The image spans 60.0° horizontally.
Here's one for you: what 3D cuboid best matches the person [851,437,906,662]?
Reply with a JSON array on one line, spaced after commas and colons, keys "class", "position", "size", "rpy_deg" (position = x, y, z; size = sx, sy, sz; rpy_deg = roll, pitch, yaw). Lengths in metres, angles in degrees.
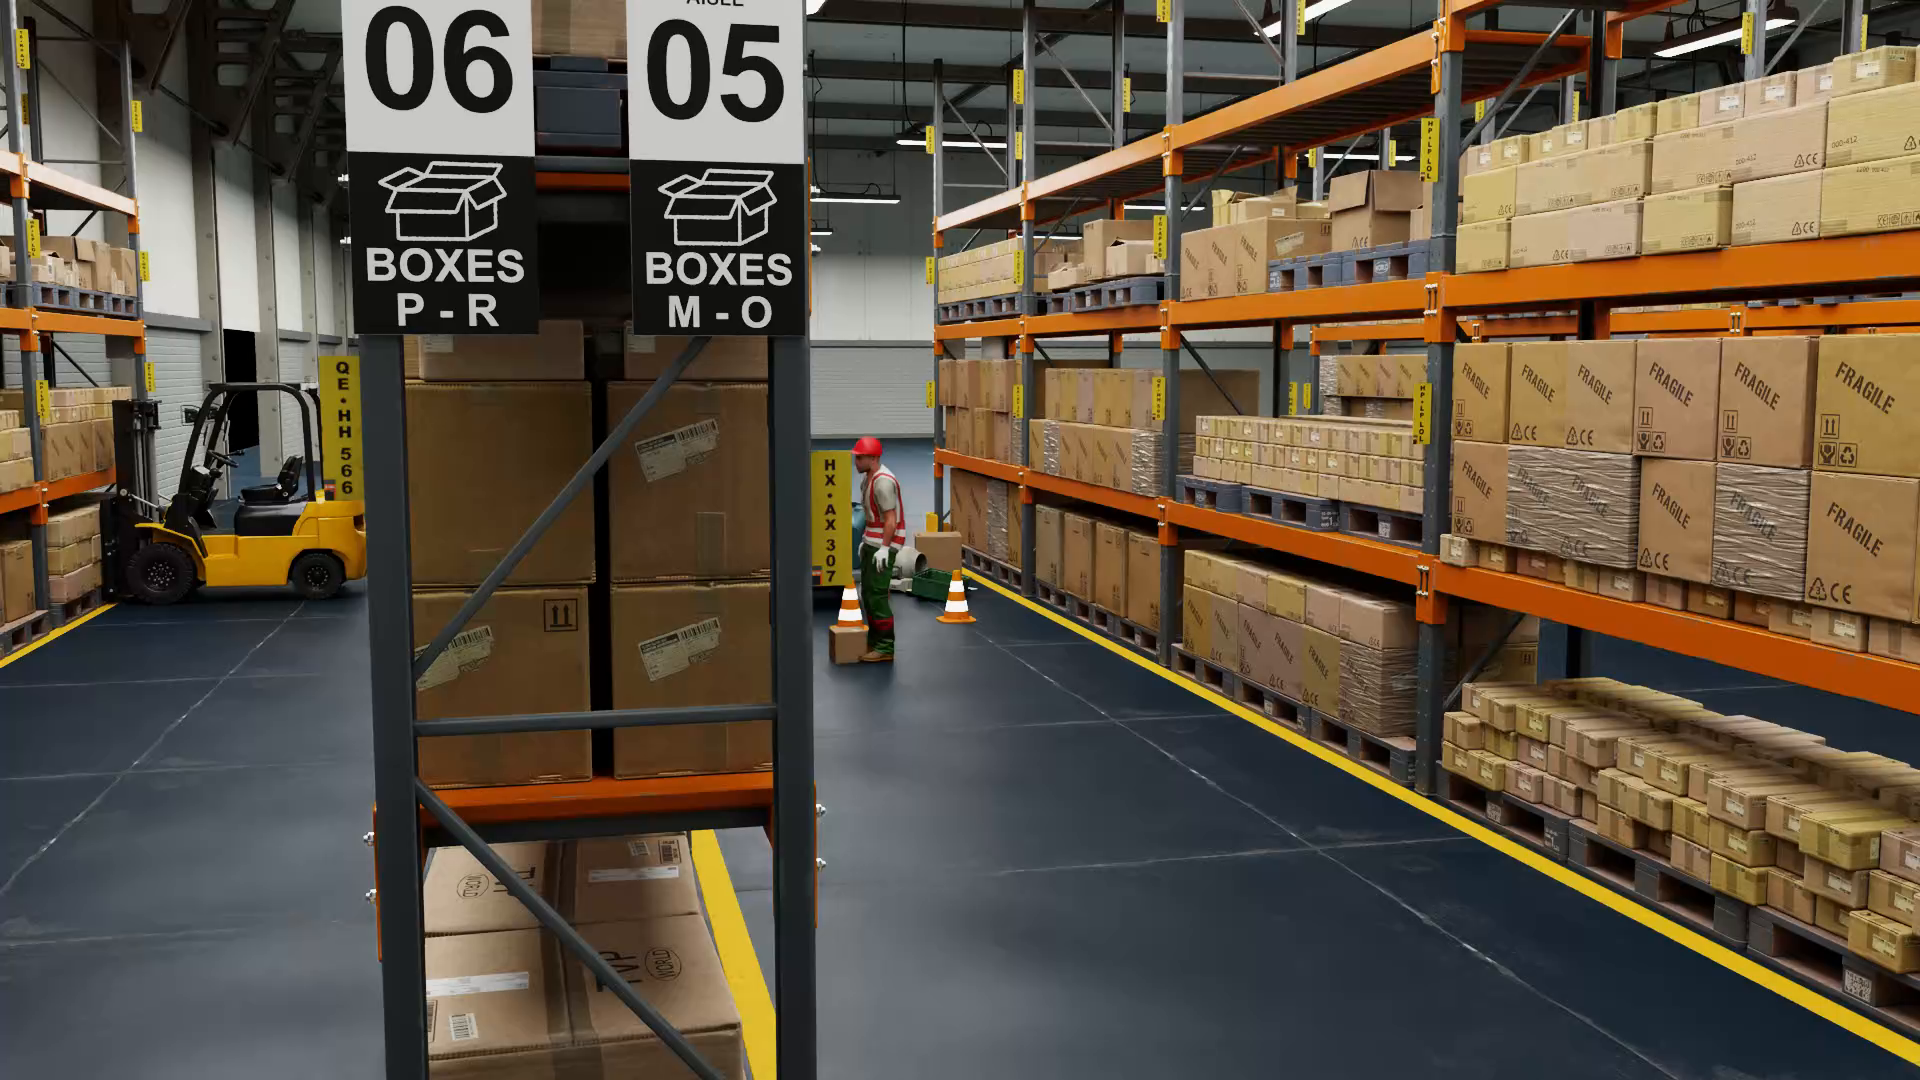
[{"class": "person", "position": [-0.673, 0.069, 13.178], "size": [0.452, 1.777, 0.610], "rpy_deg": [-2, 6, -17]}]
